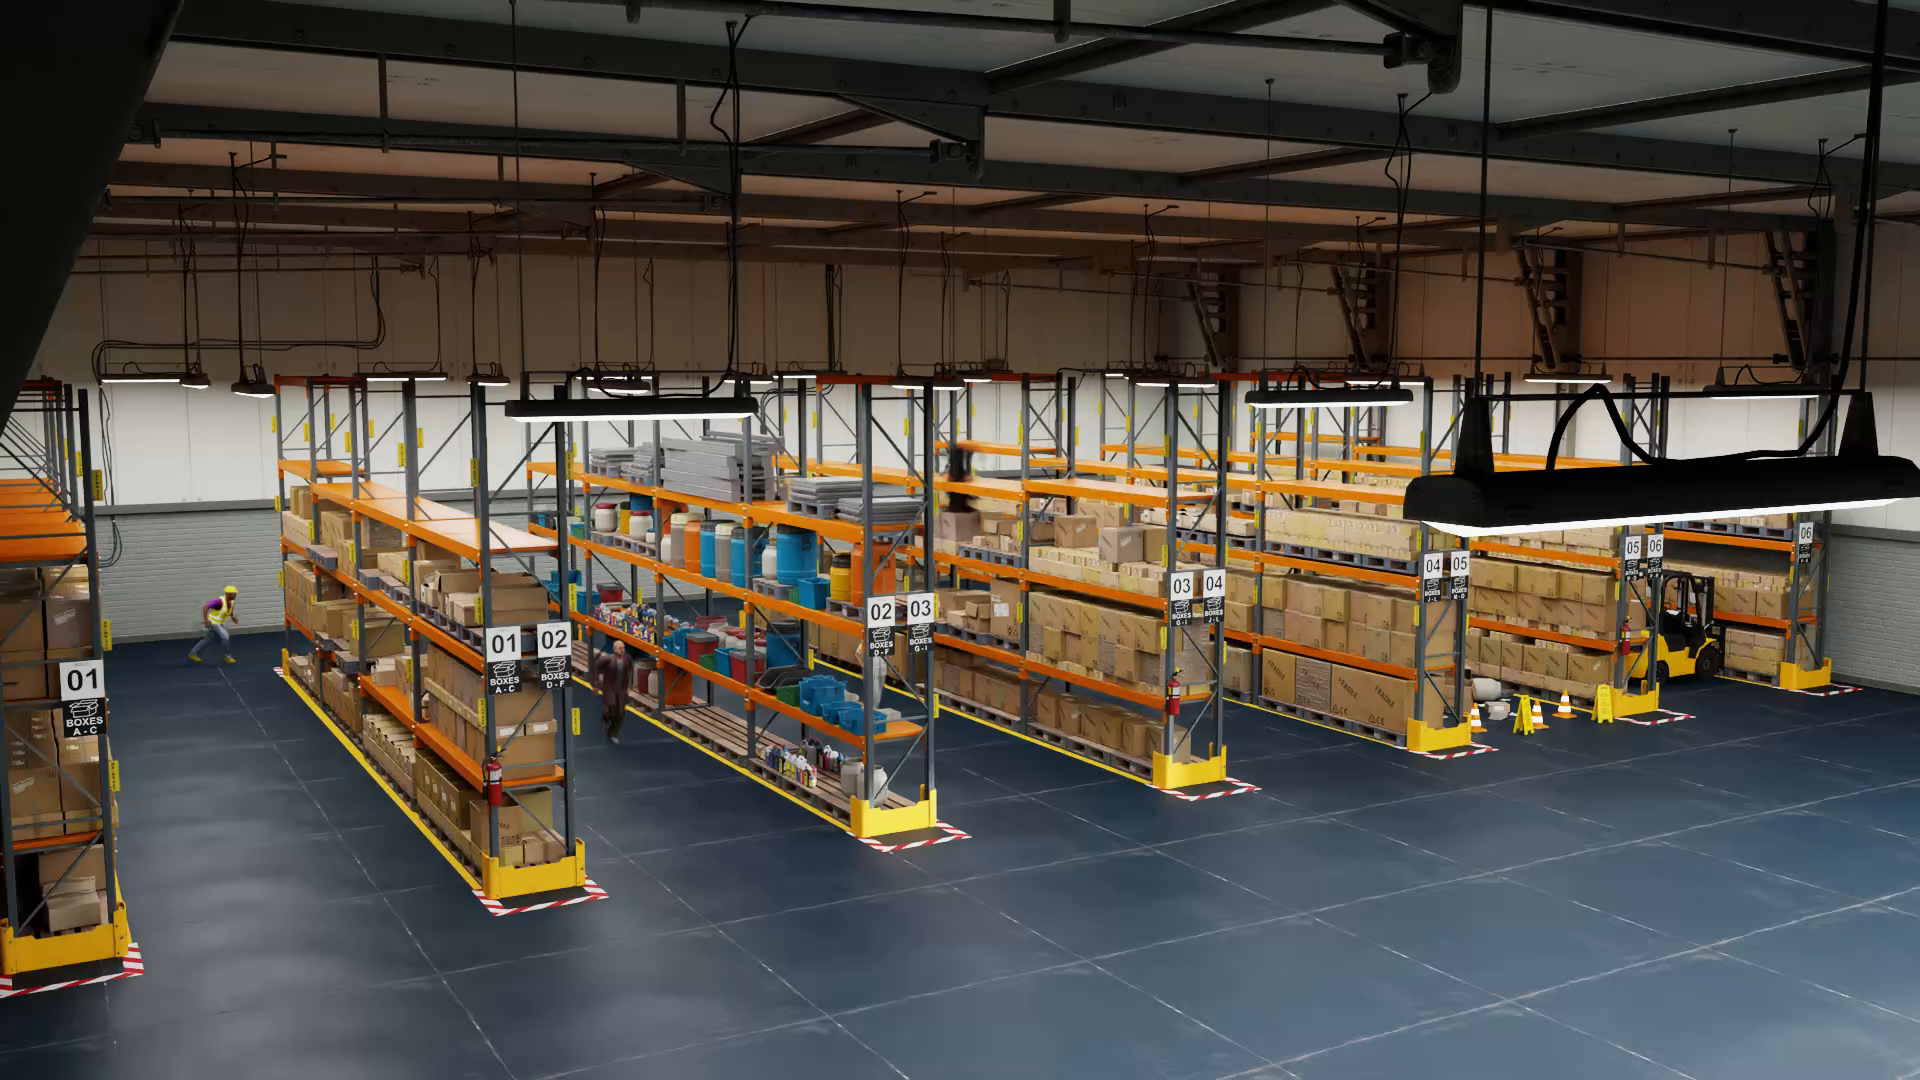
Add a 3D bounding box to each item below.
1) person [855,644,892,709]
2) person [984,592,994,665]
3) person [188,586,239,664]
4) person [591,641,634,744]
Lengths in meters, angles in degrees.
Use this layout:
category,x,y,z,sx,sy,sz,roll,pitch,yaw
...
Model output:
category,x,y,z,sx,sy,sz,roll,pitch,yaw
person,-1.470,2.353,28.805,0.607,1.706,0.734,-3,7,-28
person,0.692,1.828,33.611,0.506,1.705,0.787,-4,7,-31
person,-15.457,1.754,34.454,1.072,1.610,0.728,0,6,3
person,-5.735,2.484,27.465,0.721,1.713,0.704,-5,8,-39
